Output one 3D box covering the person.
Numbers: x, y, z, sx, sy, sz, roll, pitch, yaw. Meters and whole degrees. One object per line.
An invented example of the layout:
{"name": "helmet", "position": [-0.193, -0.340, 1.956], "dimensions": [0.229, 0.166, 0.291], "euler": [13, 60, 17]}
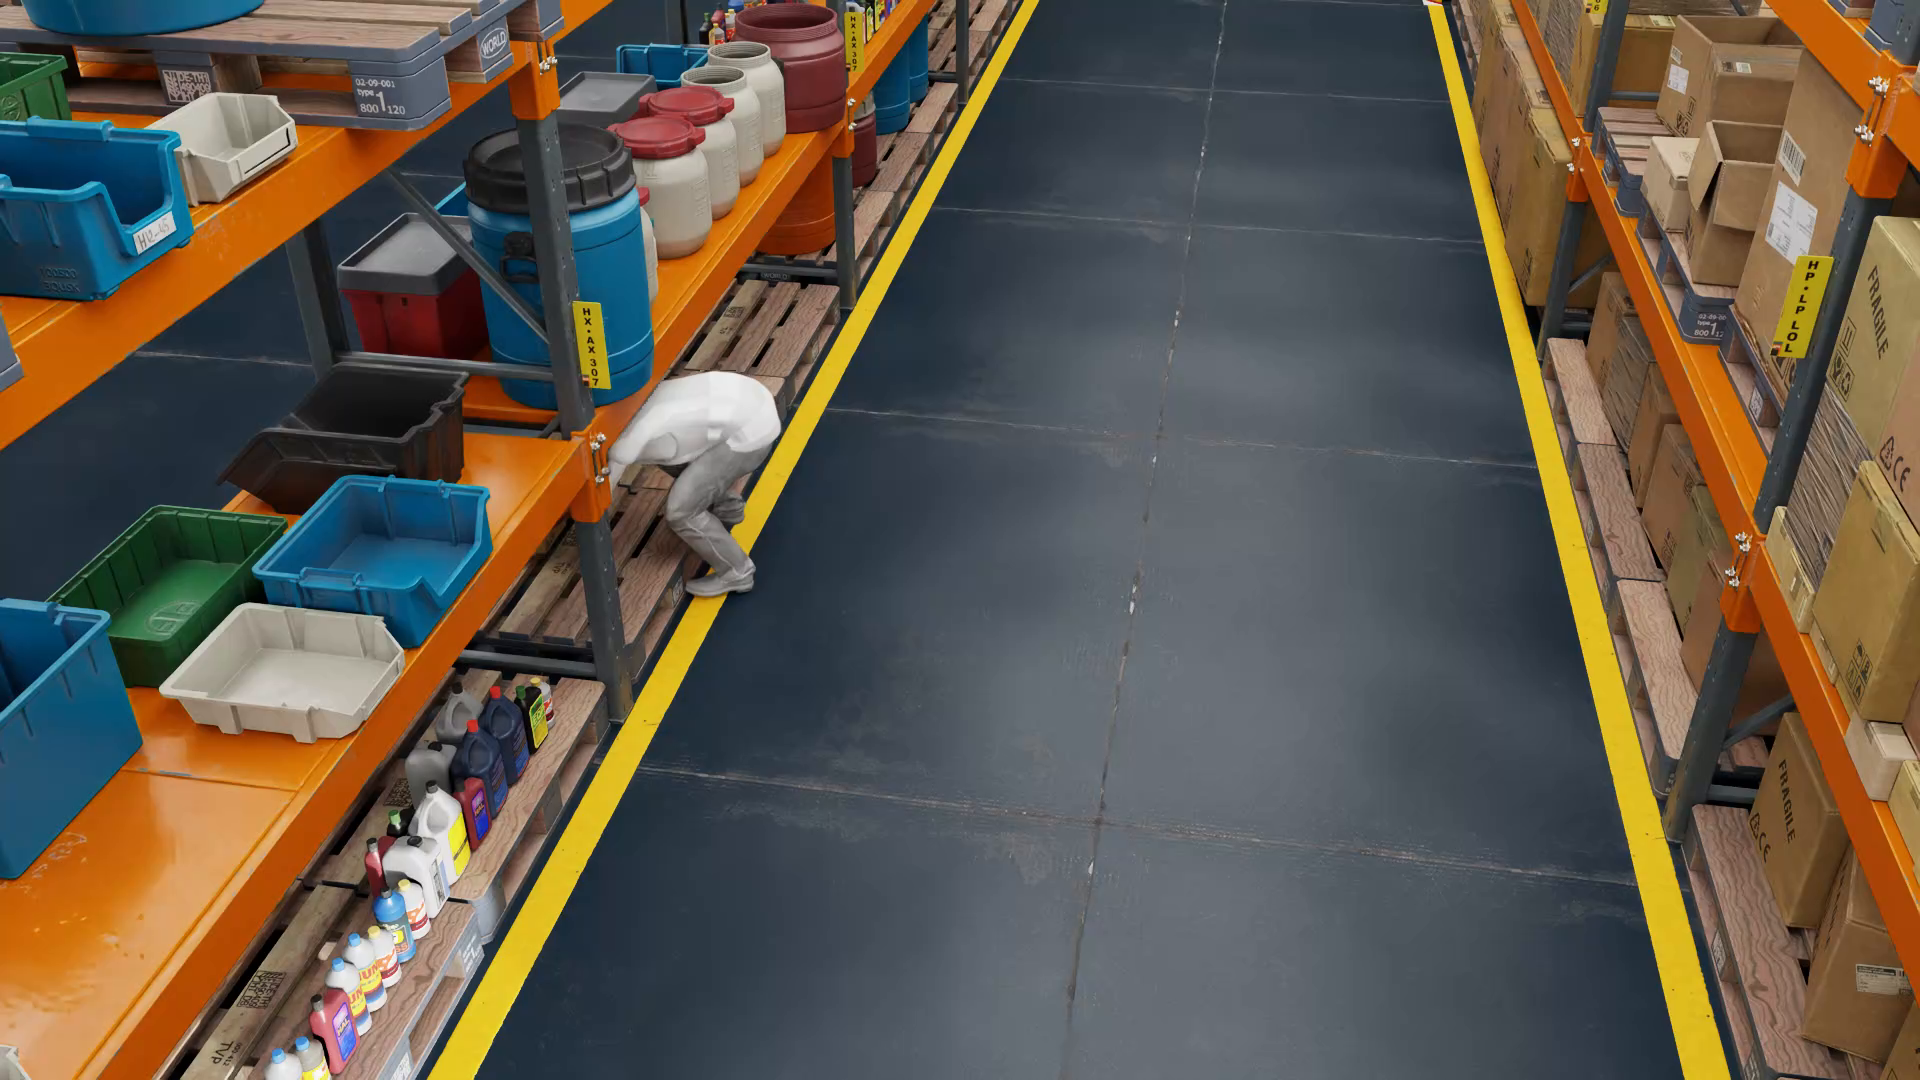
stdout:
{"name": "person", "position": [-1.388, -0.237, 7.236], "dimensions": [1.240, 0.968, 0.513], "euler": [-5, 33, -7]}
